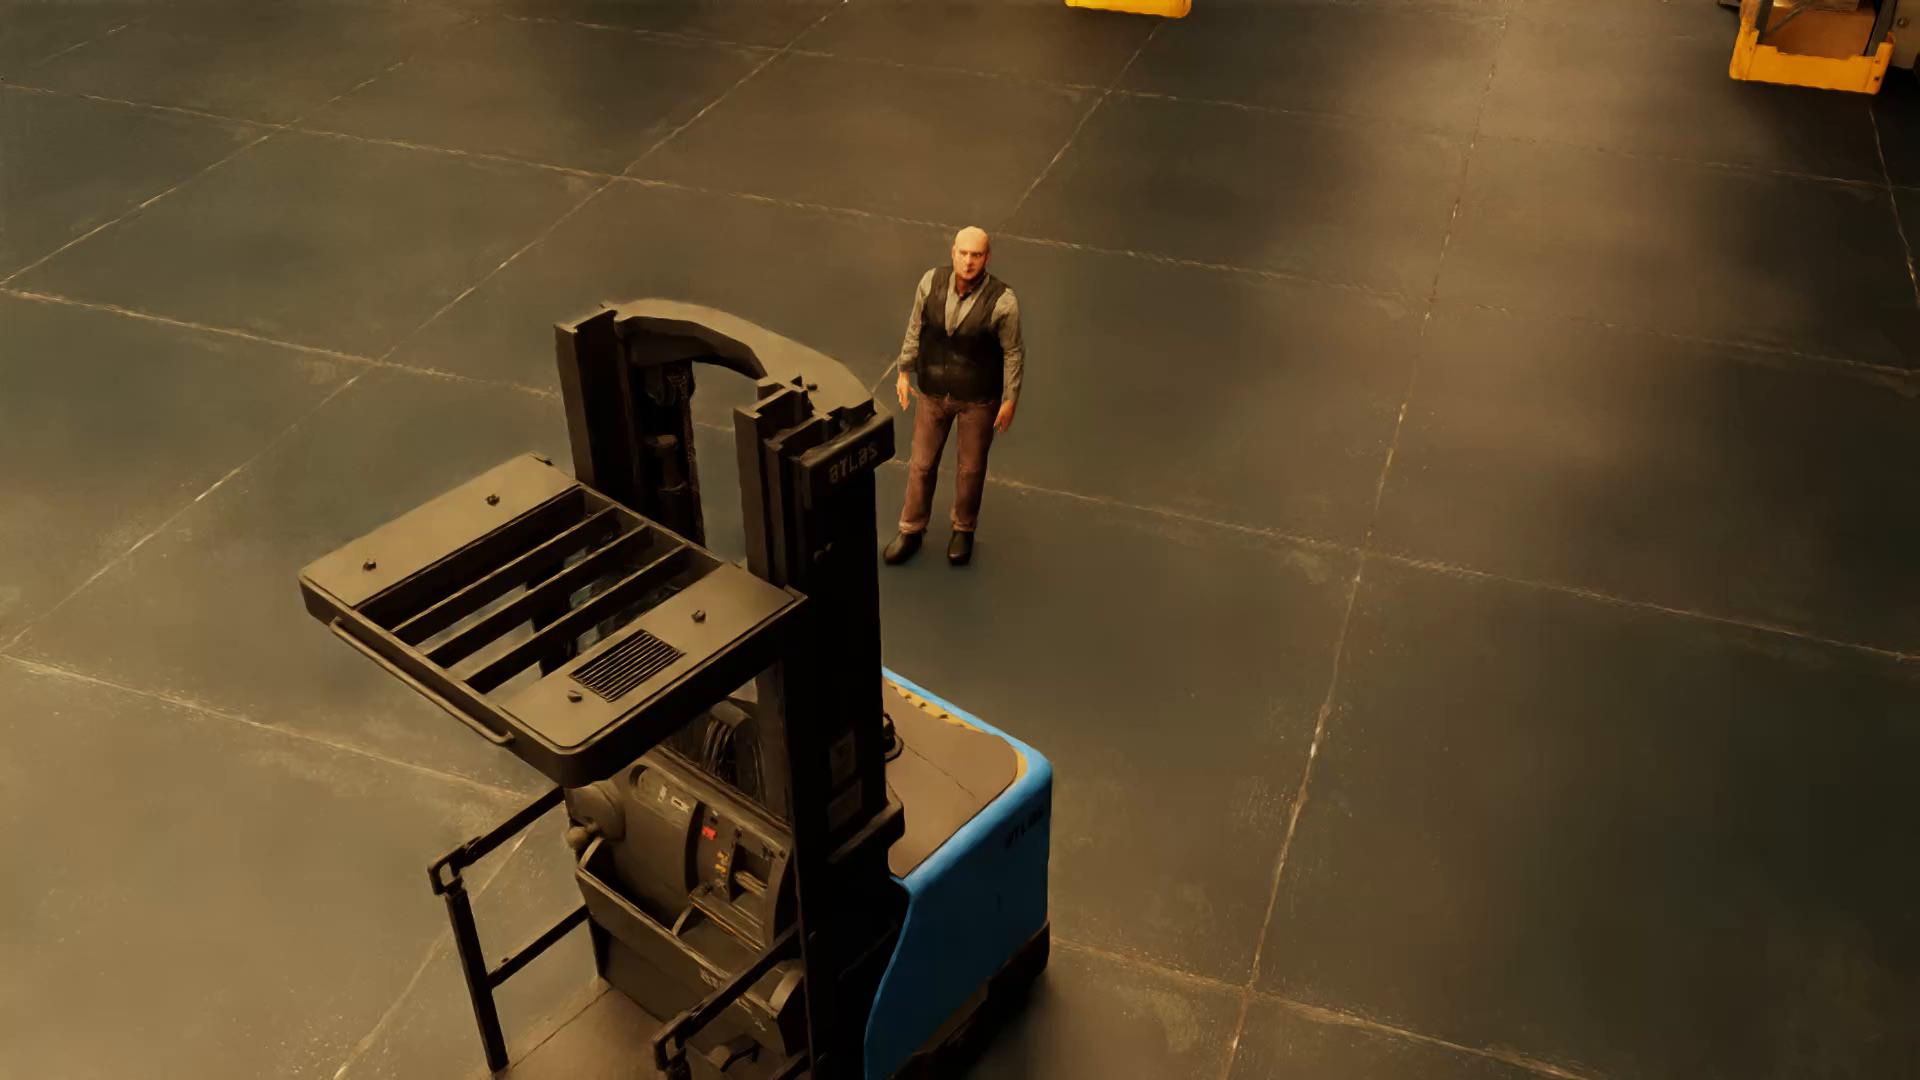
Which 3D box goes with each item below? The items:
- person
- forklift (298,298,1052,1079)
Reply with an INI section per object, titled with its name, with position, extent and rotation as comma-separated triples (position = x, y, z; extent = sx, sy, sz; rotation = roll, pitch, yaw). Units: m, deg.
[person]
position = -0.028, -0.675, 8.097
extent = 0.632, 1.720, 0.567
rotation = 12, 37, 16
[forklift]
position = -0.989, 0.915, 4.820
extent = 1.130, 2.935, 3.031
rotation = 25, 43, 31
